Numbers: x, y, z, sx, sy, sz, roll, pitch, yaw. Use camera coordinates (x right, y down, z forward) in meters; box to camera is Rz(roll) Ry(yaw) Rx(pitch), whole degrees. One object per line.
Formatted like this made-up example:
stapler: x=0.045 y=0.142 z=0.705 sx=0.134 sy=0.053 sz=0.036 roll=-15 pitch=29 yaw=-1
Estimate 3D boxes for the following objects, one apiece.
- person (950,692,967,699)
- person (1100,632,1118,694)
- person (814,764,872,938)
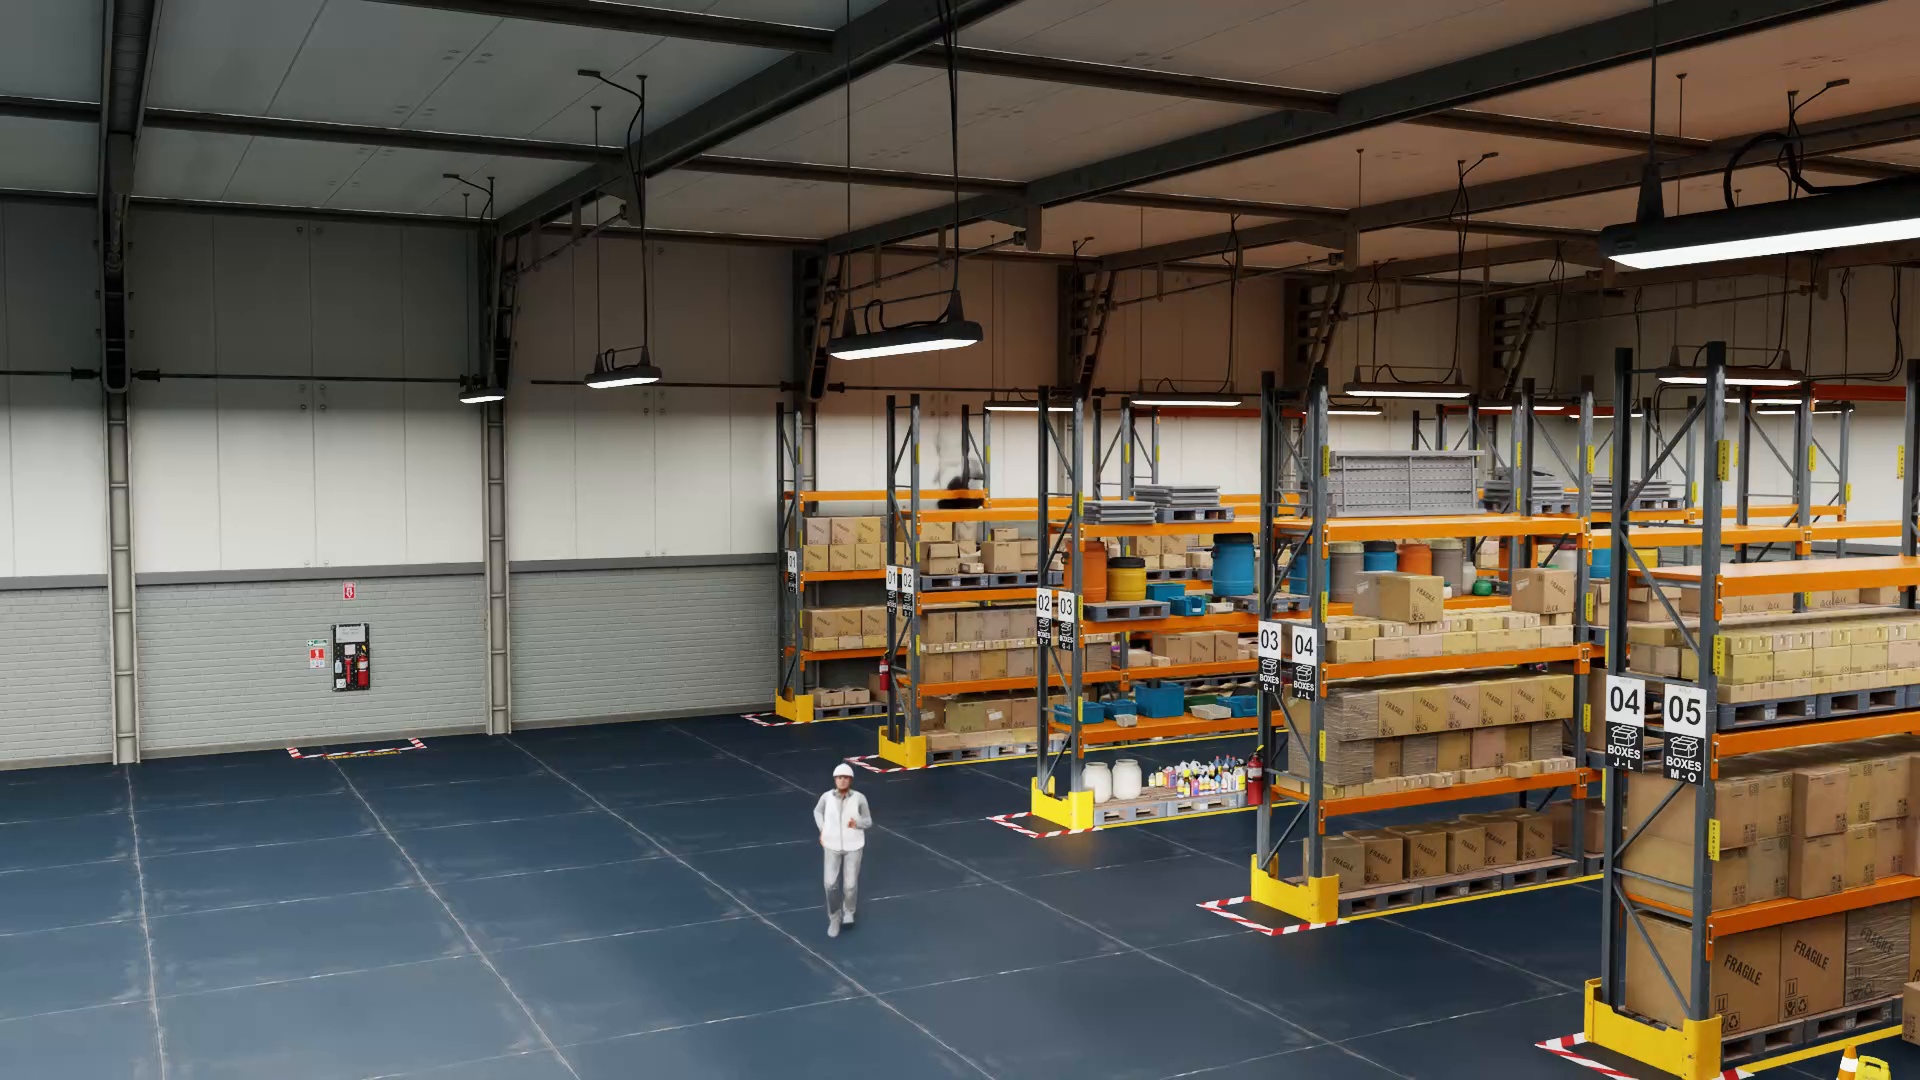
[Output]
person: x=0.050 y=2.593 z=29.518 sx=0.852 sy=1.748 sz=0.675 roll=-1 pitch=3 yaw=-23
person: x=2.697 y=2.501 z=30.977 sx=0.989 sy=1.754 sz=0.700 roll=-2 pitch=4 yaw=-37
person: x=-1.246 y=3.288 z=17.632 sx=0.636 sy=1.820 sz=0.710 roll=0 pitch=3 yaw=-1
